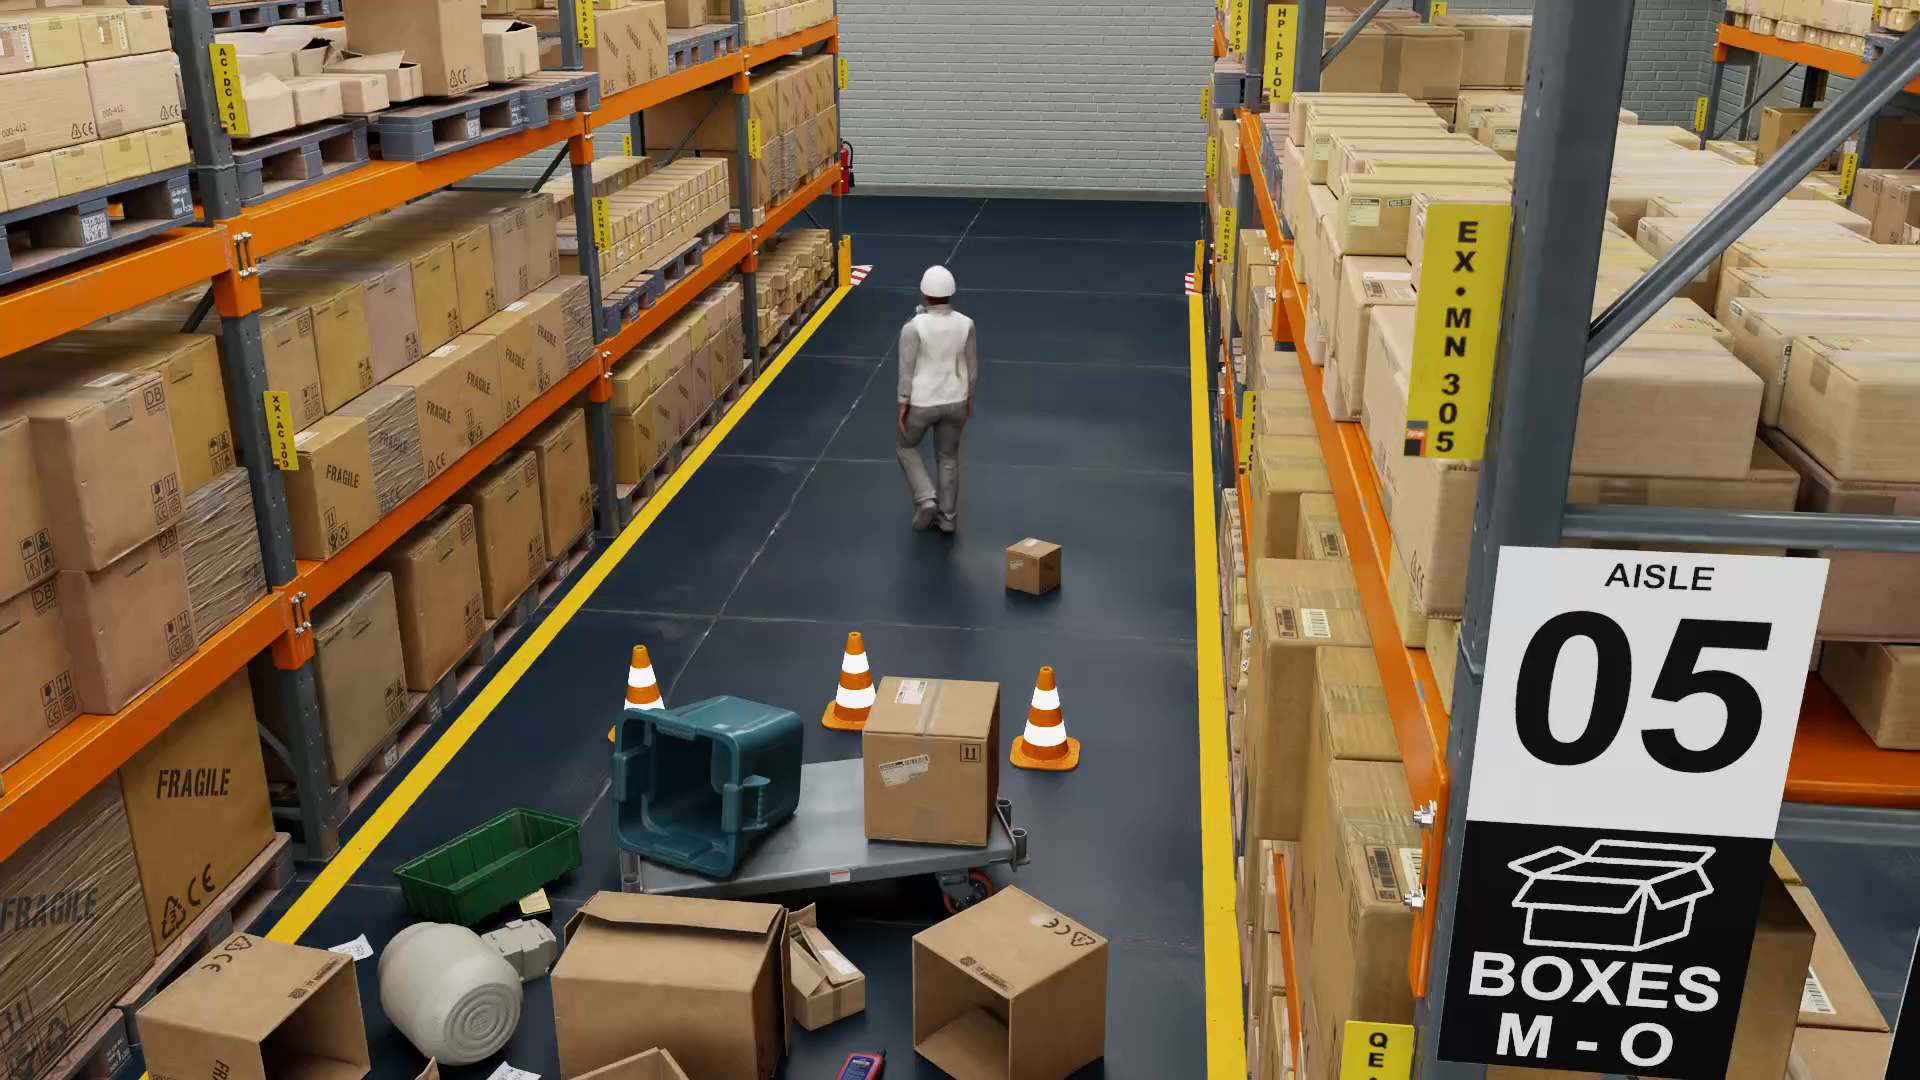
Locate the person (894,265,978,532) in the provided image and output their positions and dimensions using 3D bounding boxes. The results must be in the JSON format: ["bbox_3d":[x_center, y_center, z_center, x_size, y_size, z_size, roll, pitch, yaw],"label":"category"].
[{"bbox_3d":[-0.169,-0.924,10.887,0.563,1.780,0.448,-7,22,-18],"label":"person"}]
